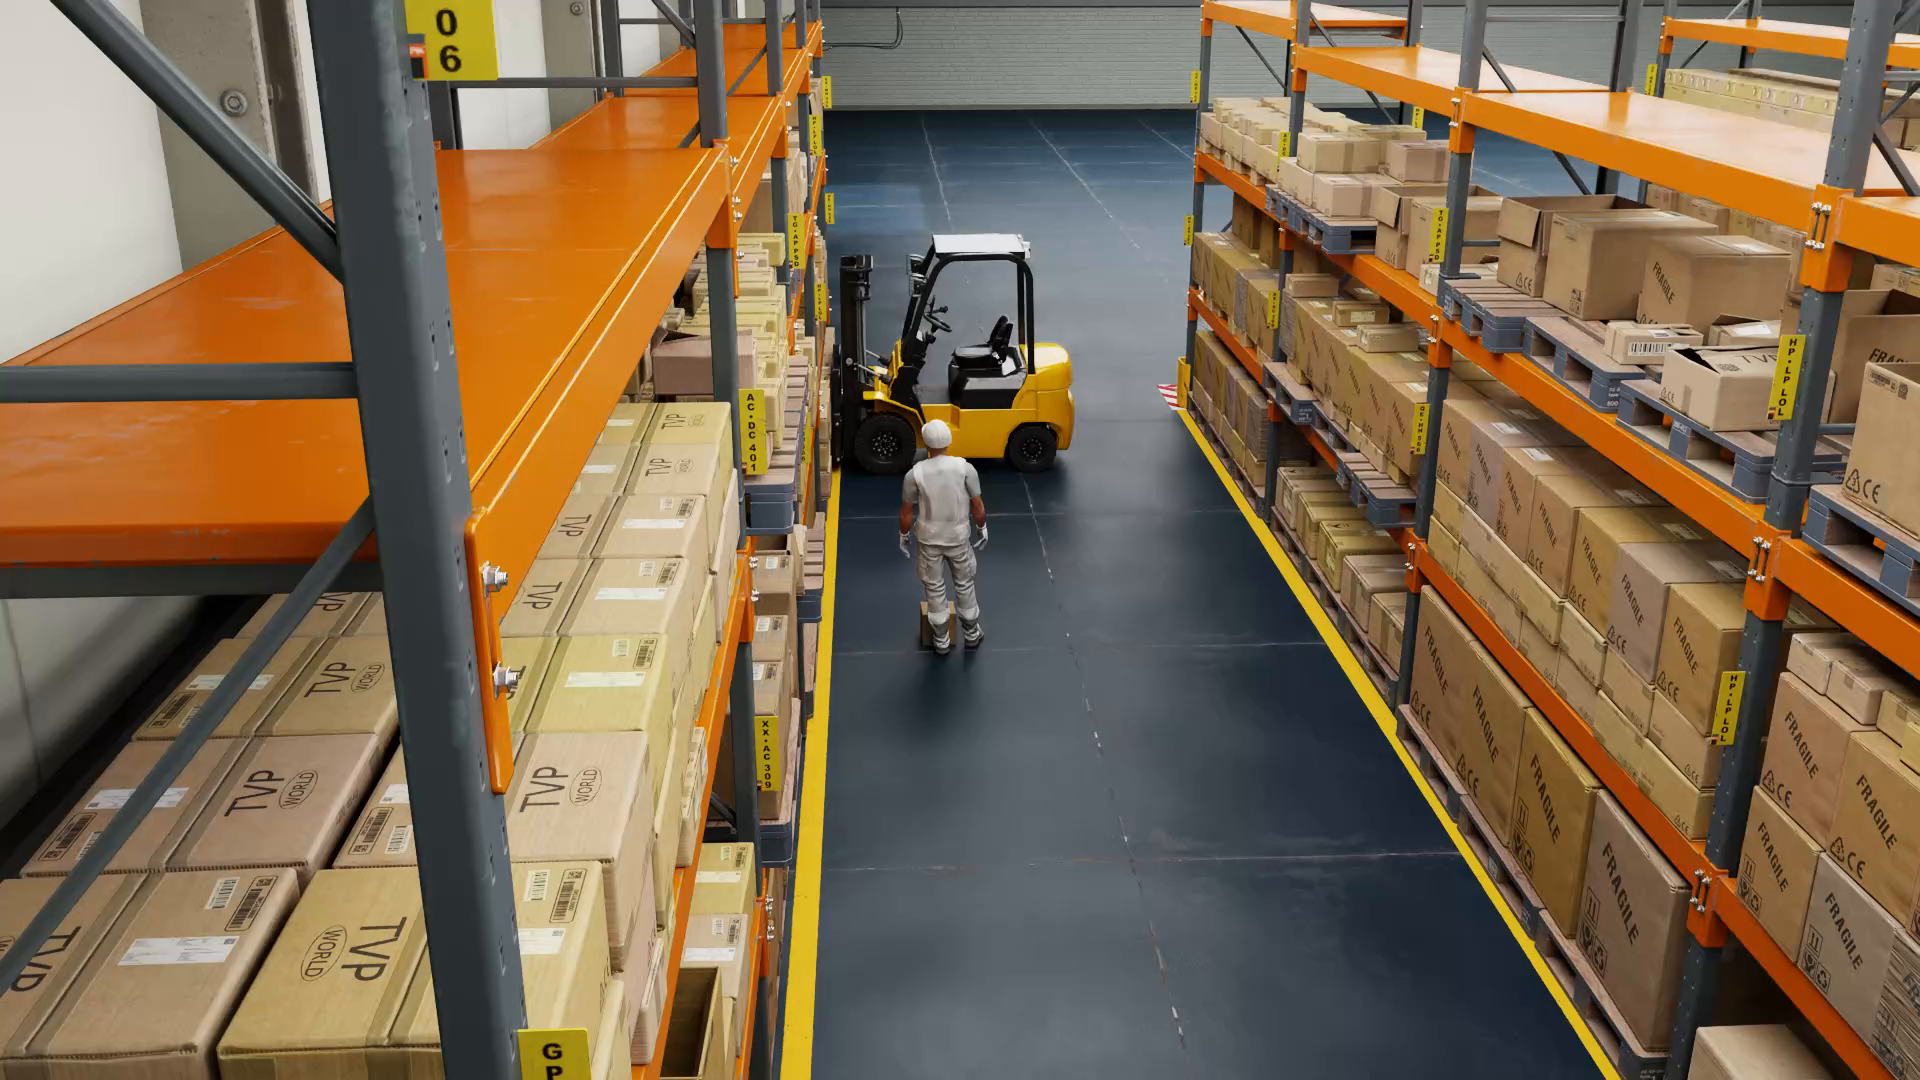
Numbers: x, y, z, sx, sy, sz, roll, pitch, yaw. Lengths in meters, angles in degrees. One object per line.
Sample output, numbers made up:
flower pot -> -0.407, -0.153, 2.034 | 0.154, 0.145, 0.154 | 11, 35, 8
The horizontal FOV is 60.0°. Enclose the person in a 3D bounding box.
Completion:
person -> -0.119, -0.043, 11.990 | 0.638, 1.789, 0.561 | -1, 20, -3
